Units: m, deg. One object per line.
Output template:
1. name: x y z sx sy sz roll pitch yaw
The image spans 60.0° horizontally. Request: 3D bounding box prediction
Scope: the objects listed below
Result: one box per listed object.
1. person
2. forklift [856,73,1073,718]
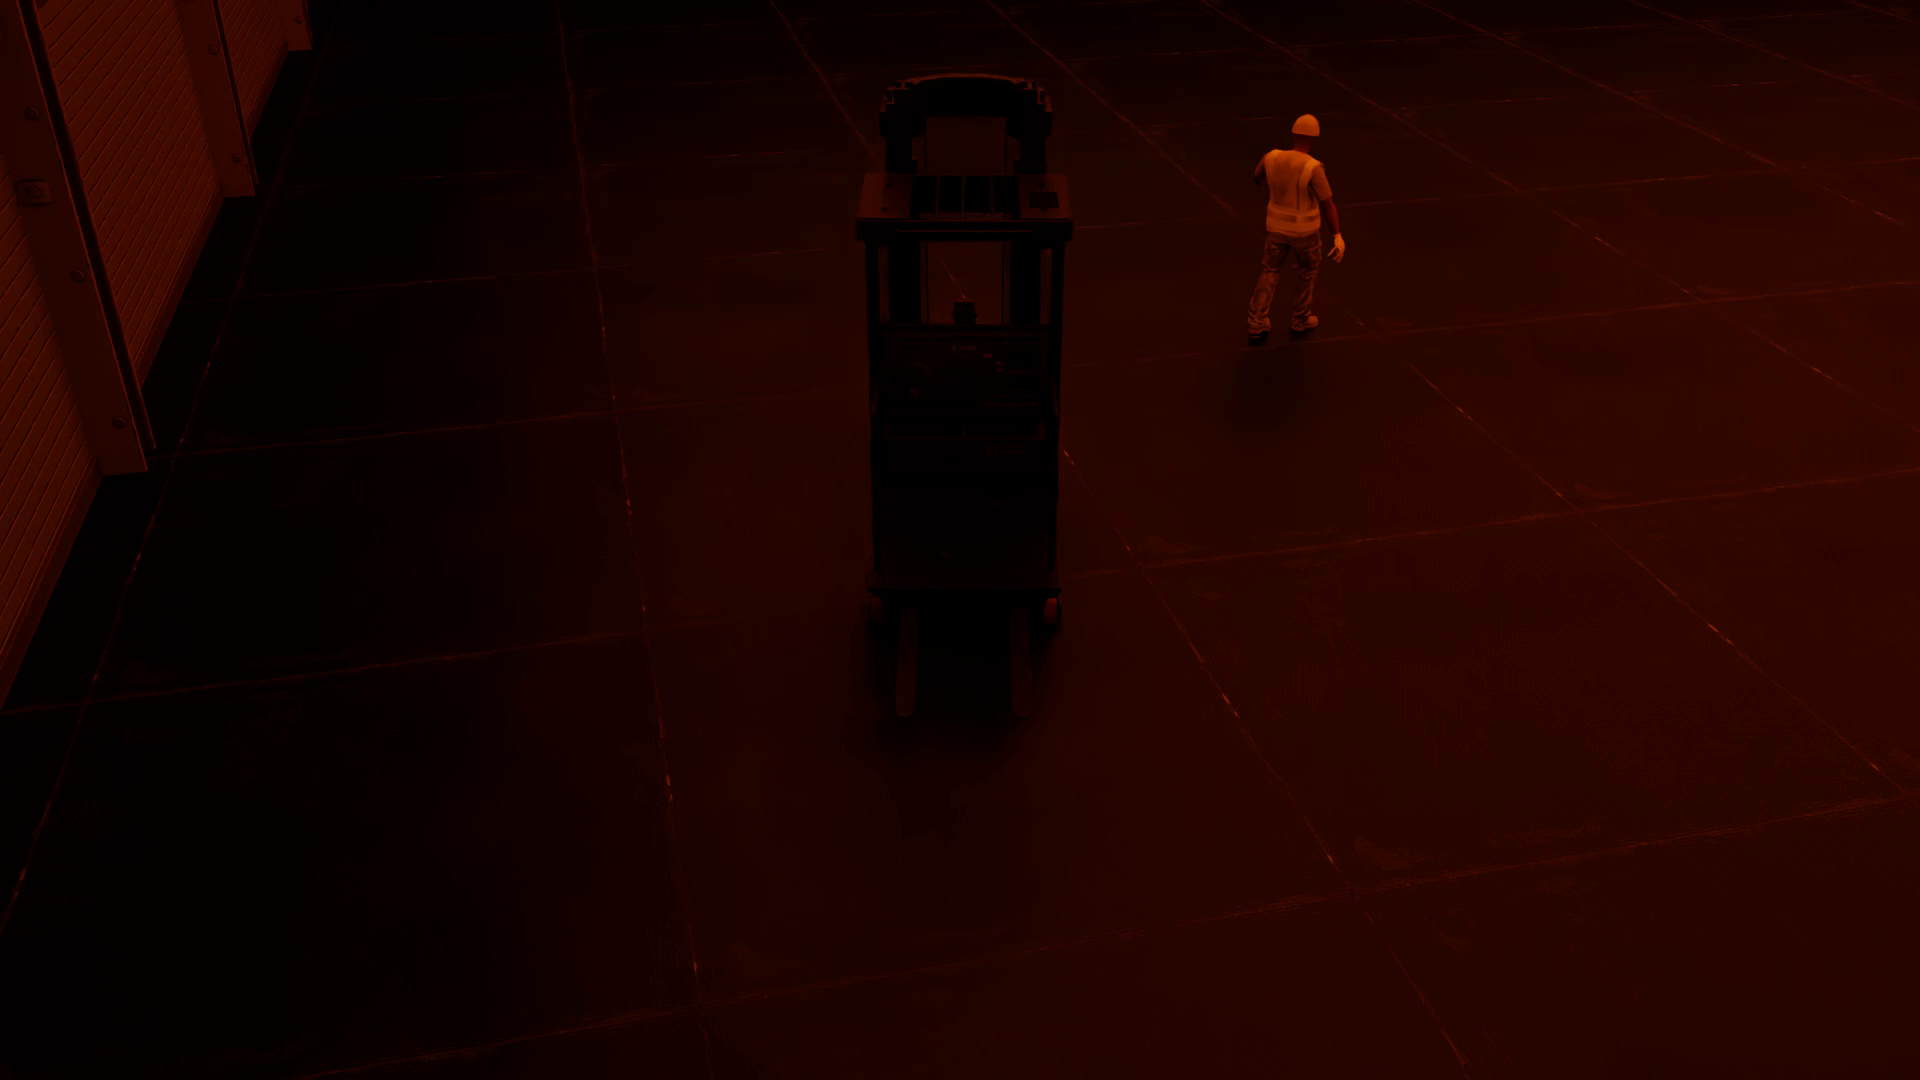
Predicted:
1. person: 2.632 -2.438 12.960 0.991 1.758 0.759 22 36 32
2. forklift: 0.026 -0.931 9.183 1.130 2.935 3.031 0 30 0
